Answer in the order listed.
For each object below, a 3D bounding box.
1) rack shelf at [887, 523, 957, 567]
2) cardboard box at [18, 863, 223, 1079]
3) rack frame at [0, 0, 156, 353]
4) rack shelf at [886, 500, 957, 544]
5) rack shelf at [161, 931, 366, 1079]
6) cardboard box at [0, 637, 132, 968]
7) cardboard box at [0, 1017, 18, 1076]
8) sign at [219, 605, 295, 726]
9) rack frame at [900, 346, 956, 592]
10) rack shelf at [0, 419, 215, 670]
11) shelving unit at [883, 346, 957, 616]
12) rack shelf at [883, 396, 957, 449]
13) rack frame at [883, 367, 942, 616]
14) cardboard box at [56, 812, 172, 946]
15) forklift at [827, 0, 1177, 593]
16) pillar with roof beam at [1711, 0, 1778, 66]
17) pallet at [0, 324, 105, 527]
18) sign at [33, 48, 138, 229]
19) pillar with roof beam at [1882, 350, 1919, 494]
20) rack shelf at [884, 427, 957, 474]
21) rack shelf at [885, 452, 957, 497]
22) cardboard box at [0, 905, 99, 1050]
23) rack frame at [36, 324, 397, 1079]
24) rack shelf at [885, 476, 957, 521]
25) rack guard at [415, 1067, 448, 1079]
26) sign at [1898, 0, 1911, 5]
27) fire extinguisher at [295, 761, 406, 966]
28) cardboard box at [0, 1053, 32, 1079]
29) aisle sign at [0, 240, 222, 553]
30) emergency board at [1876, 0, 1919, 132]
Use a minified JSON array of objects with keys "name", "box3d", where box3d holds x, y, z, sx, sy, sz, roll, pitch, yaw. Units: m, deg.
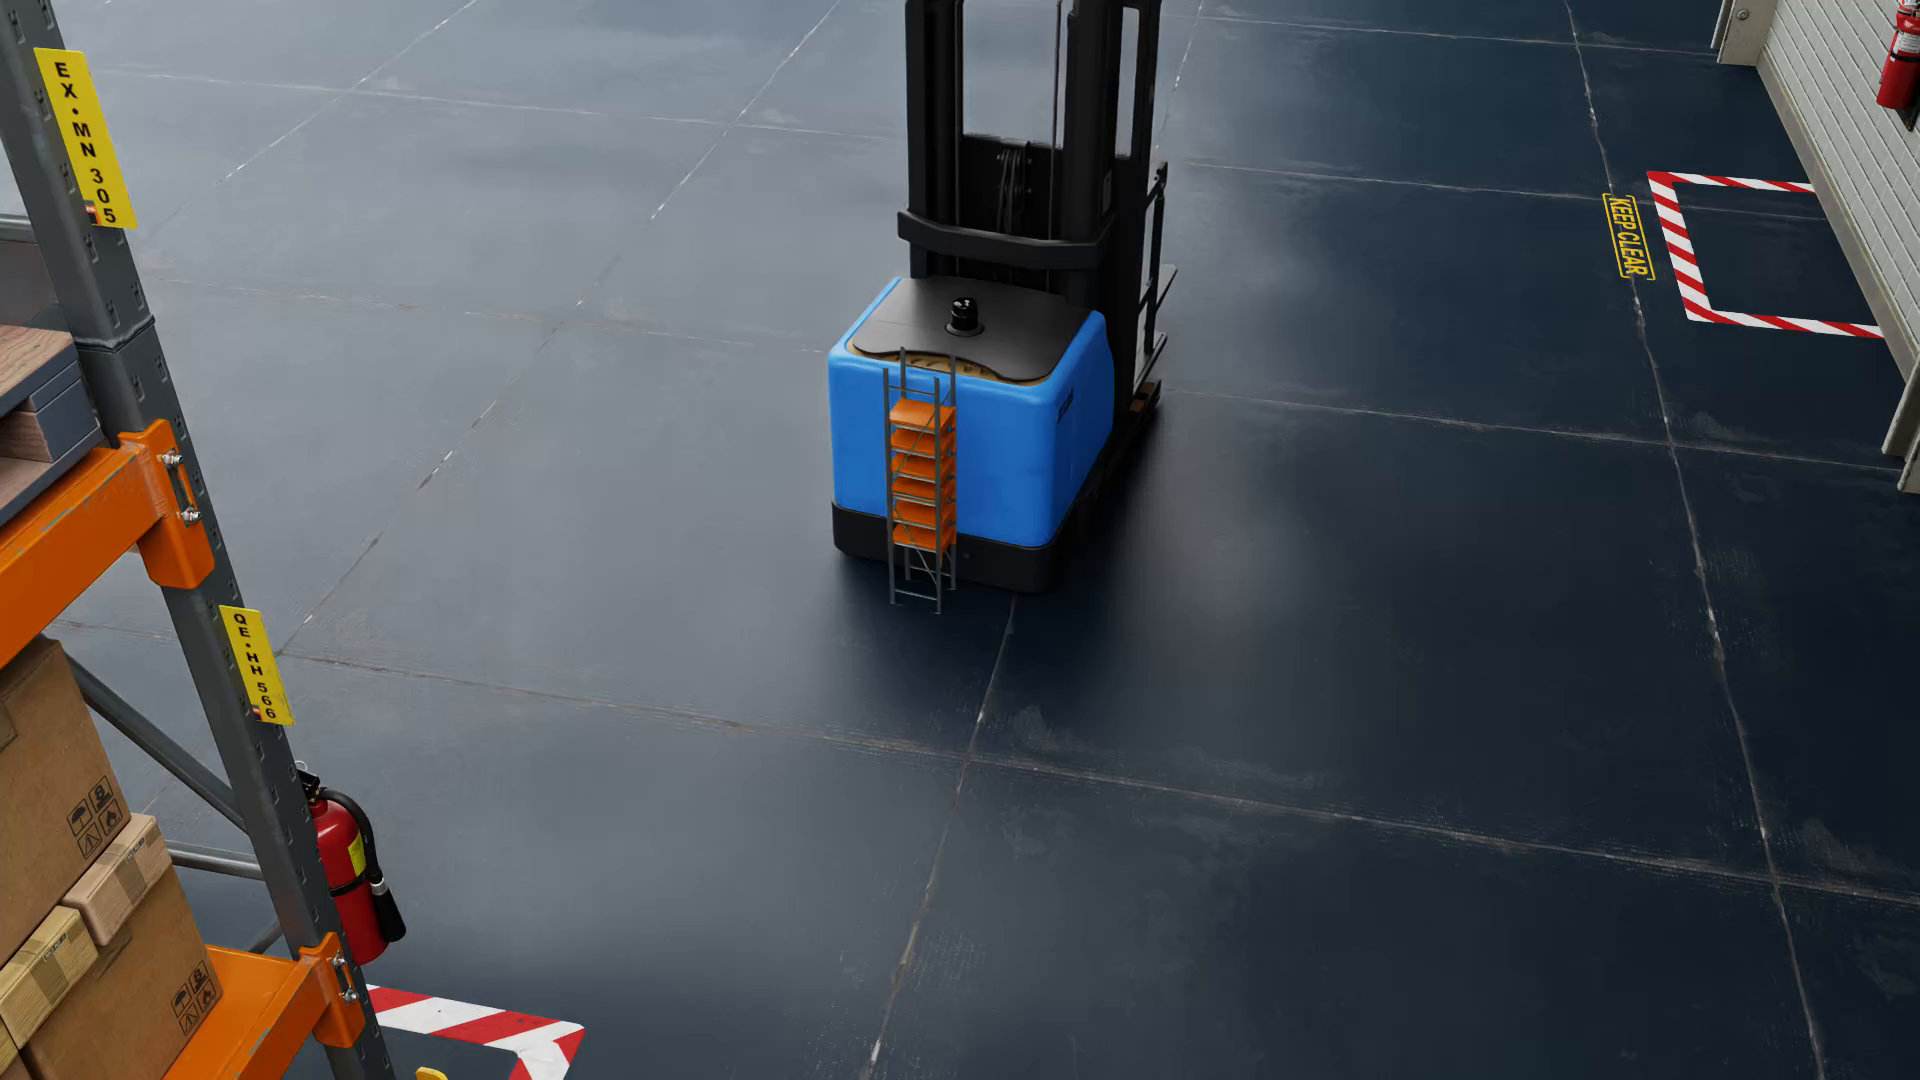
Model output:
[{"name":"rack shelf","box3d":[-0.163,0.000,7.212,0.258,0.103,0.180,12,38,16]},{"name":"cardboard box","box3d":[-2.172,0.991,3.741,0.700,0.500,0.500,7,37,10]},{"name":"rack frame","box3d":[-2.060,-1.664,2.377,1.000,3.000,0.127,7,37,10]},{"name":"rack shelf","box3d":[-0.163,-0.097,7.142,0.258,0.103,0.180,12,38,16]},{"name":"rack shelf","box3d":[-2.487,2.203,2.767,1.077,0.370,4.000,7,37,10]},{"name":"cardboard box","box3d":[-2.184,0.496,3.319,0.700,0.500,0.500,7,37,10]},{"name":"cardboard box","box3d":[-2.065,1.002,3.173,0.380,0.149,0.250,7,36,9]},{"name":"sign","box3d":[-1.533,0.277,3.624,0.100,0.325,0.005,7,37,10]},{"name":"rack frame","box3d":[-0.132,-0.281,7.115,0.240,1.200,0.006,12,38,16]},{"name":"rack shelf","box3d":[-2.487,0.989,1.887,1.077,0.370,4.000,7,37,10]},{"name":"shelving unit","box3d":[-0.163,-0.230,7.045,0.258,1.200,0.189,12,38,16]},{"name":"rack shelf","box3d":[-0.163,-0.486,6.860,0.258,0.103,0.180,12,38,16]},{"name":"rack frame","box3d":[-0.194,-0.180,6.975,0.240,1.200,0.006,12,38,16]},{"name":"cardboard box","box3d":[-1.956,0.705,3.583,0.380,0.149,0.250,7,36,9]},{"name":"forklift","box3d":[0.405,-1.817,7.759,1.130,2.935,3.031,12,38,16]},{"name":"pillar with roof beam","box3d":[1.833,-7.954,11.057,9.100,9.000,0.400,7,37,10]},{"name":"pallet","box3d":[-2.236,-0.011,2.729,1.003,0.211,1.213,7,37,10]},{"name":"sign","box3d":[-1.533,-0.700,2.916,0.100,0.325,0.005,7,37,10]},{"name":"pillar with roof beam","box3d":[0.552,-4.515,6.311,9.100,9.000,0.400,7,37,10]},{"name":"rack shelf","box3d":[-0.163,-0.388,6.930,0.258,0.103,0.180,12,38,16]},{"name":"rack shelf","box3d":[-0.163,-0.291,7.001,0.258,0.103,0.180,12,38,16]},{"name":"cardboard box","box3d":[-2.010,0.855,3.376,0.380,0.149,0.250,8,37,11]},{"name":"rack frame","box3d":[-2.060,0.765,4.138,1.000,3.000,0.127,7,37,10]},{"name":"rack shelf","box3d":[-0.163,-0.194,7.071,0.258,0.103,0.180,12,38,16]},{"name":"rack guard","box3d":[-2.055,1.764,4.890,1.175,0.500,0.348,7,37,10]},{"name":"sign","box3d":[5.541,-3.276,9.684,0.001,0.329,0.234,7,37,10]},{"name":"fire extinguisher","box3d":[-1.581,0.787,4.174,0.296,0.674,0.183,7,37,10]},{"name":"cardboard box","box3d":[-2.280,1.293,3.325,0.700,0.500,0.500,8,37,11]},{"name":"aisle sign","box3d":[-1.759,-0.288,3.376,0.394,0.787,0.004,7,37,10]},{"name":"emergency board","box3d":[5.322,-2.958,9.275,0.194,1.169,0.643,7,37,10]}]
